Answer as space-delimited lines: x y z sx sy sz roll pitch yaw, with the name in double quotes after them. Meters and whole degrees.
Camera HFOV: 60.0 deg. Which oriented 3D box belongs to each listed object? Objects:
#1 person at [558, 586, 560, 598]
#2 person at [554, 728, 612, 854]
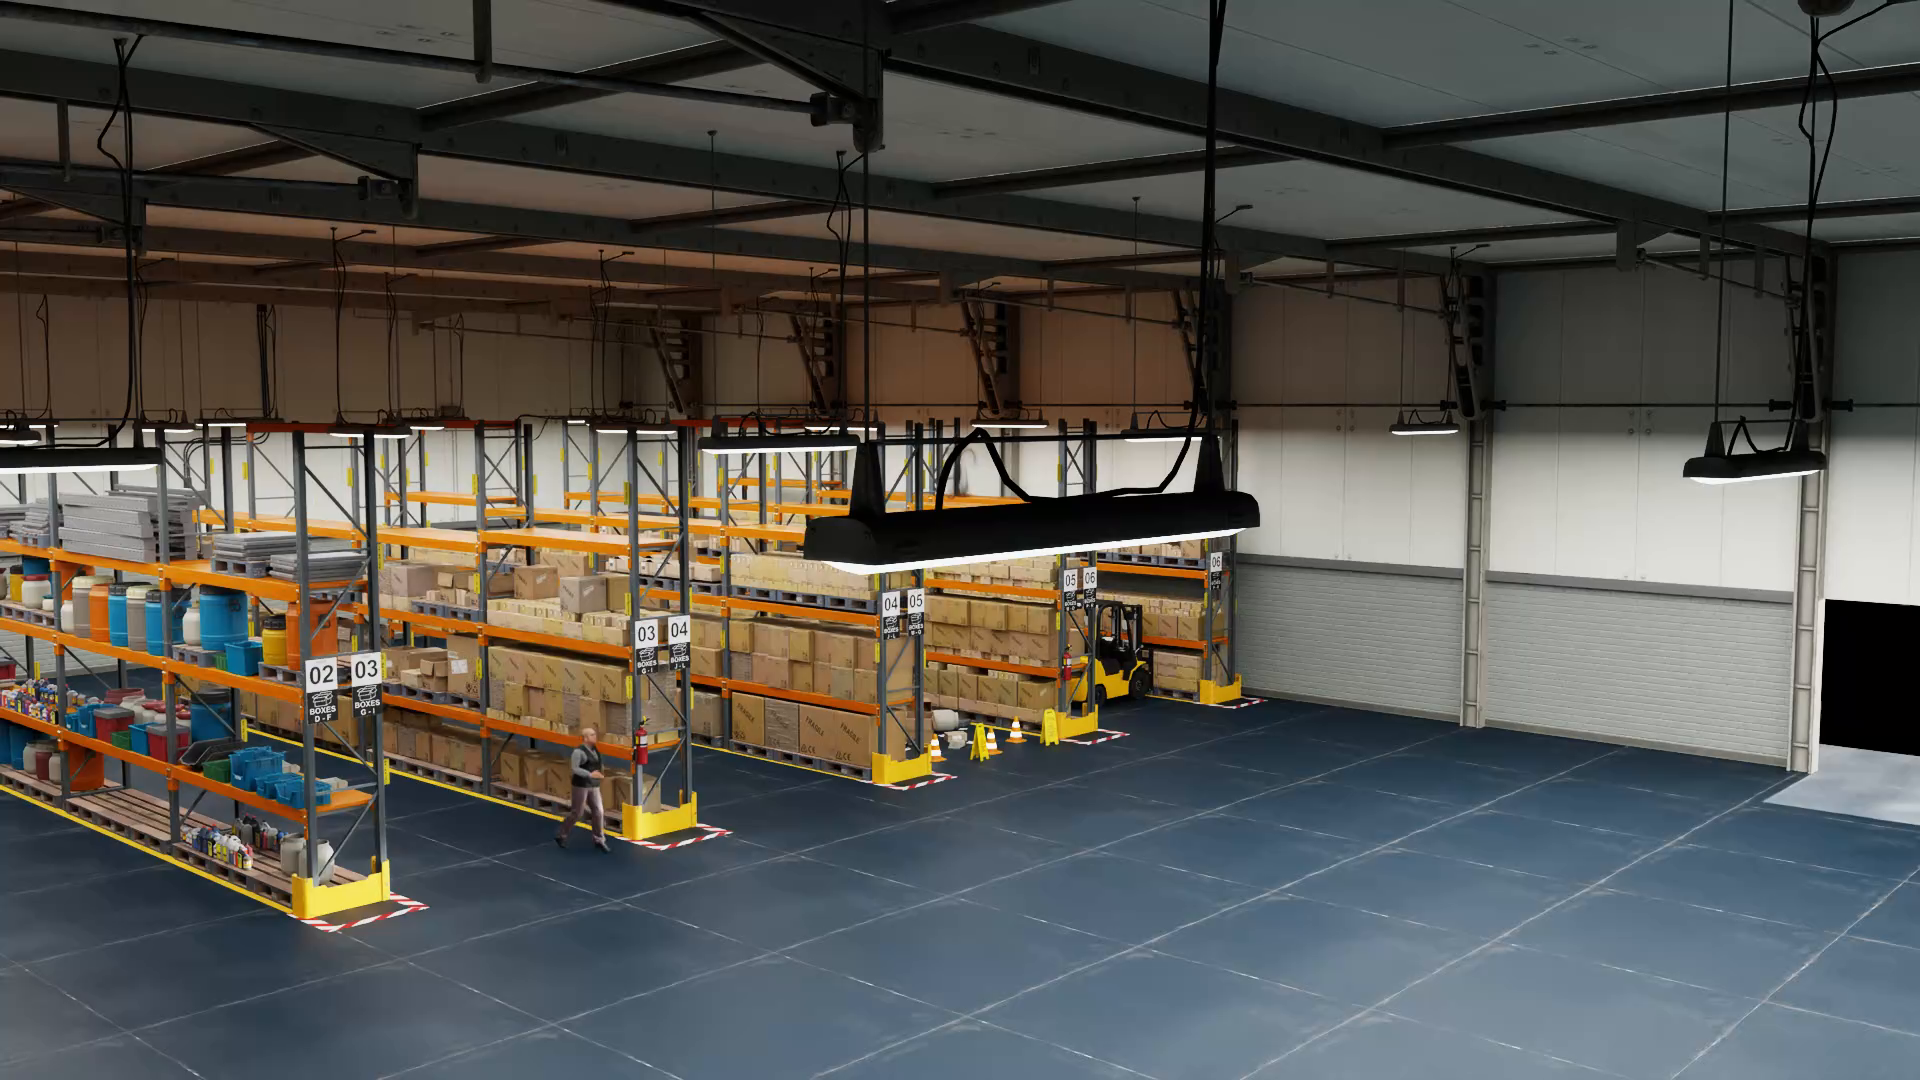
-10.261 1.937 43.183 0.751 1.716 0.723 -4 6 -43 "person"
-5.301 3.540 23.585 0.837 1.767 0.690 2 5 22 "person"
